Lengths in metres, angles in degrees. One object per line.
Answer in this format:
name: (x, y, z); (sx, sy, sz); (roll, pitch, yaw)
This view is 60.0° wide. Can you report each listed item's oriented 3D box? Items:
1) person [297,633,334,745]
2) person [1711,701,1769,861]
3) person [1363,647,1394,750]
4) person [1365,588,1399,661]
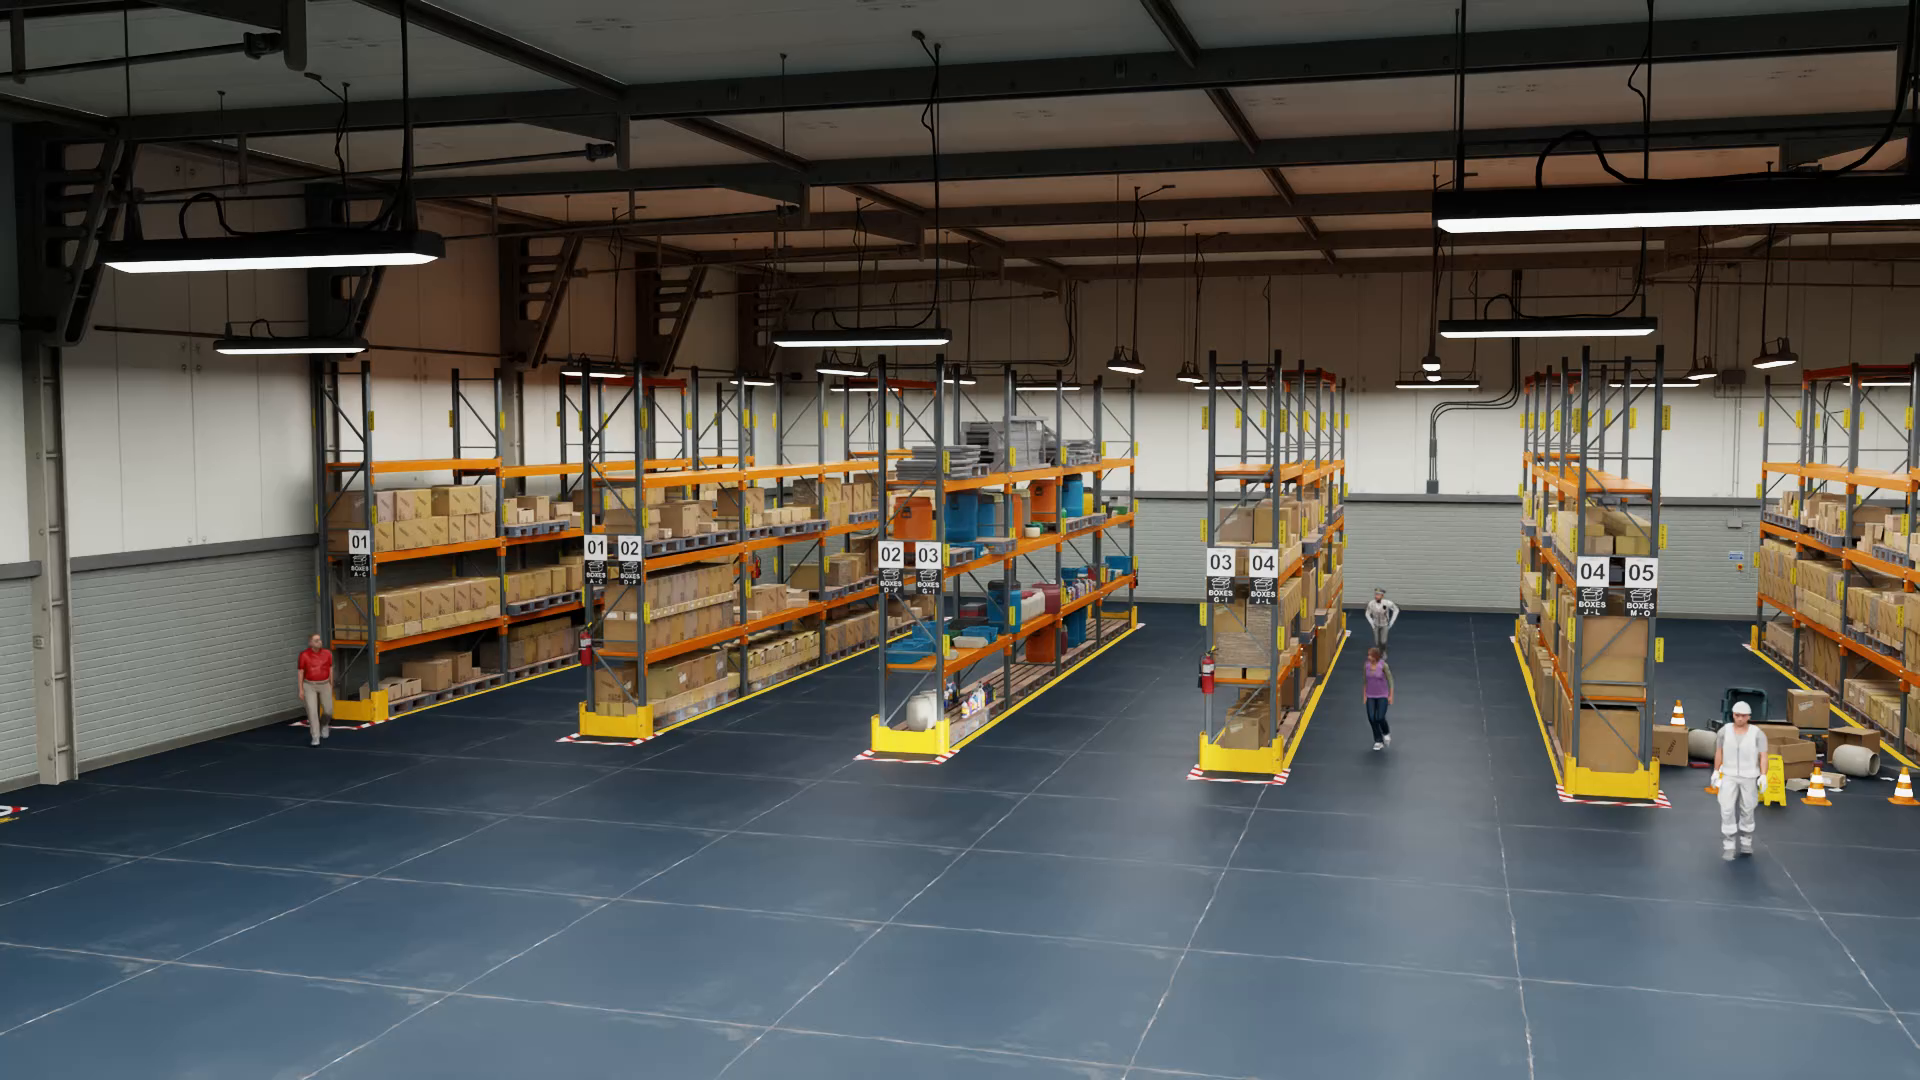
person: (-9.984, 2.288, 25.760); (0.516, 1.706, 0.626); (-2, 4, -24)
person: (8.956, 2.759, 19.106); (0.620, 1.824, 0.587); (3, 5, 33)
person: (6.393, 2.407, 25.412); (0.498, 1.579, 0.455); (3, 5, 37)
person: (8.695, 1.761, 34.243); (0.661, 1.601, 0.690); (2, 4, 24)
